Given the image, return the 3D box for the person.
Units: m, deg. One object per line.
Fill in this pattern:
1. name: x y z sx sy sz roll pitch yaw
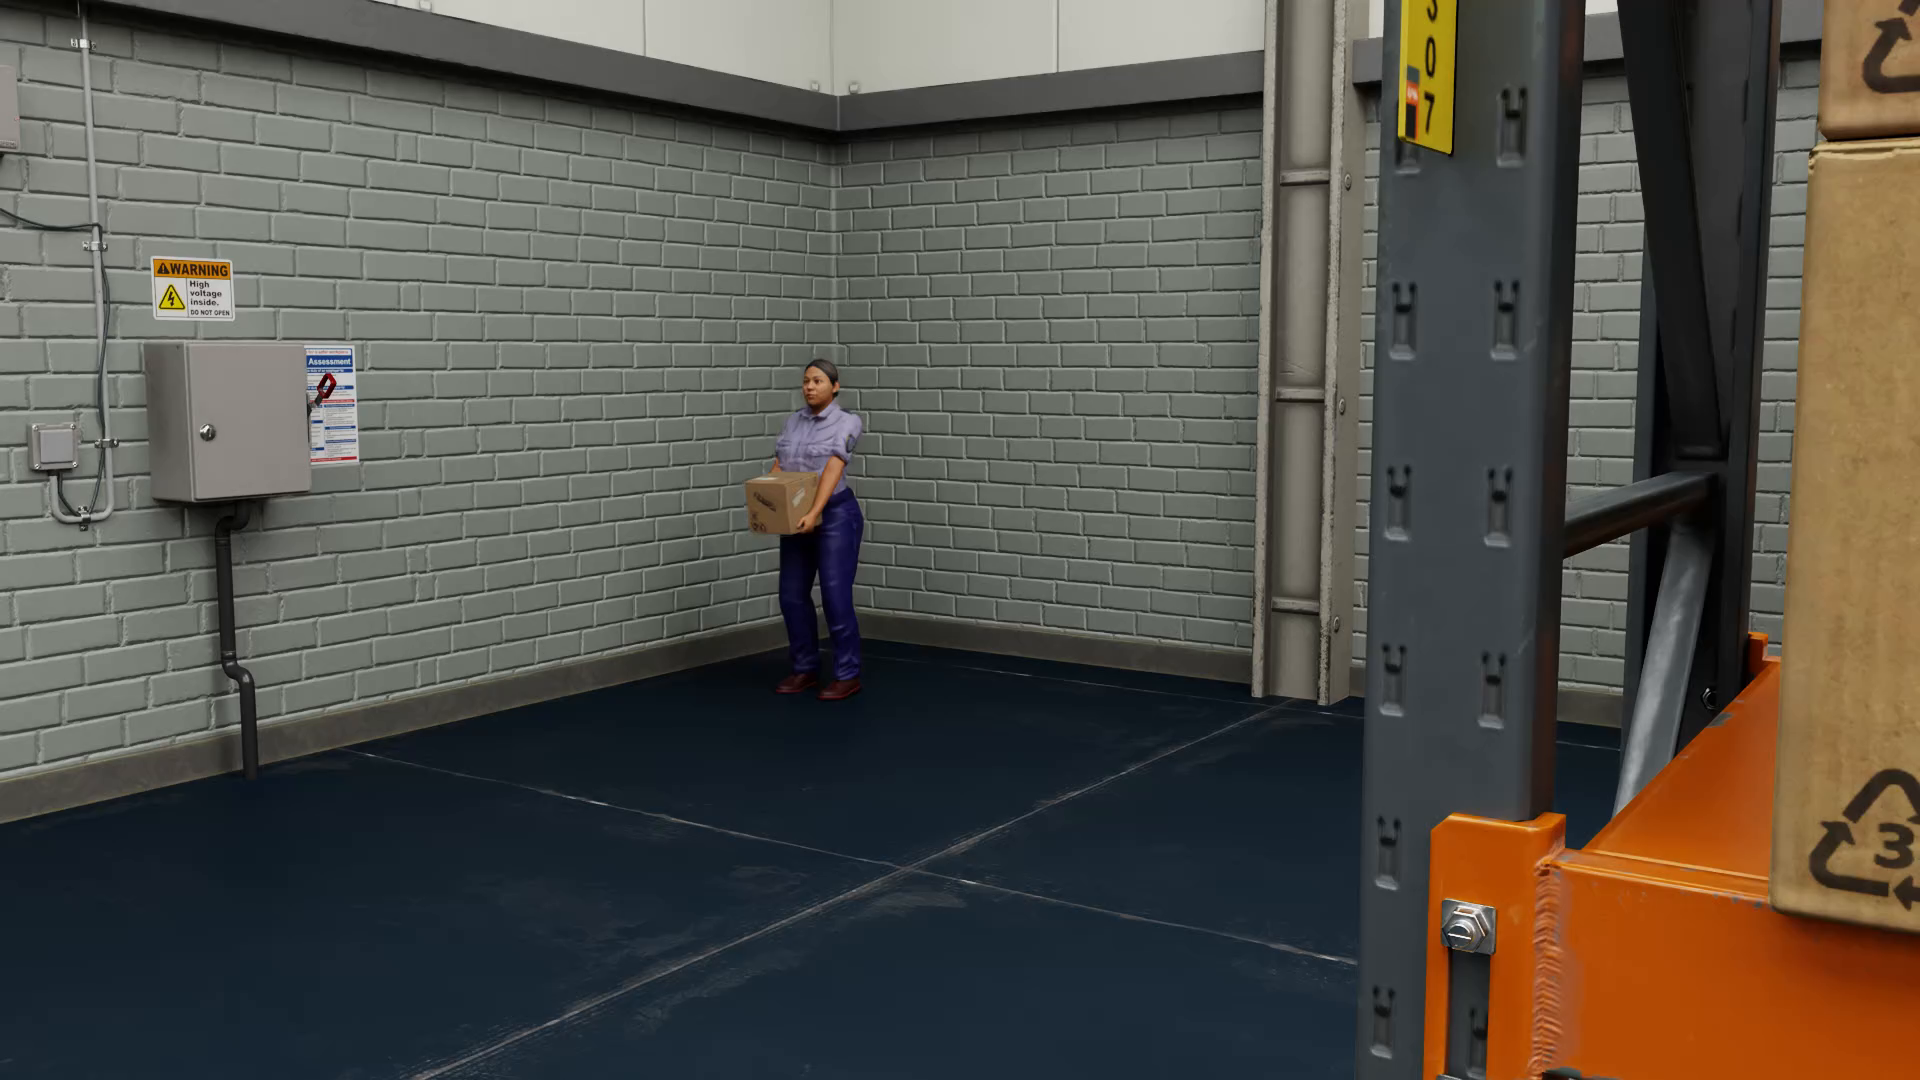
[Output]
1. person: -0.726 -0.045 8.081 0.435 1.634 0.525 4 8 33
